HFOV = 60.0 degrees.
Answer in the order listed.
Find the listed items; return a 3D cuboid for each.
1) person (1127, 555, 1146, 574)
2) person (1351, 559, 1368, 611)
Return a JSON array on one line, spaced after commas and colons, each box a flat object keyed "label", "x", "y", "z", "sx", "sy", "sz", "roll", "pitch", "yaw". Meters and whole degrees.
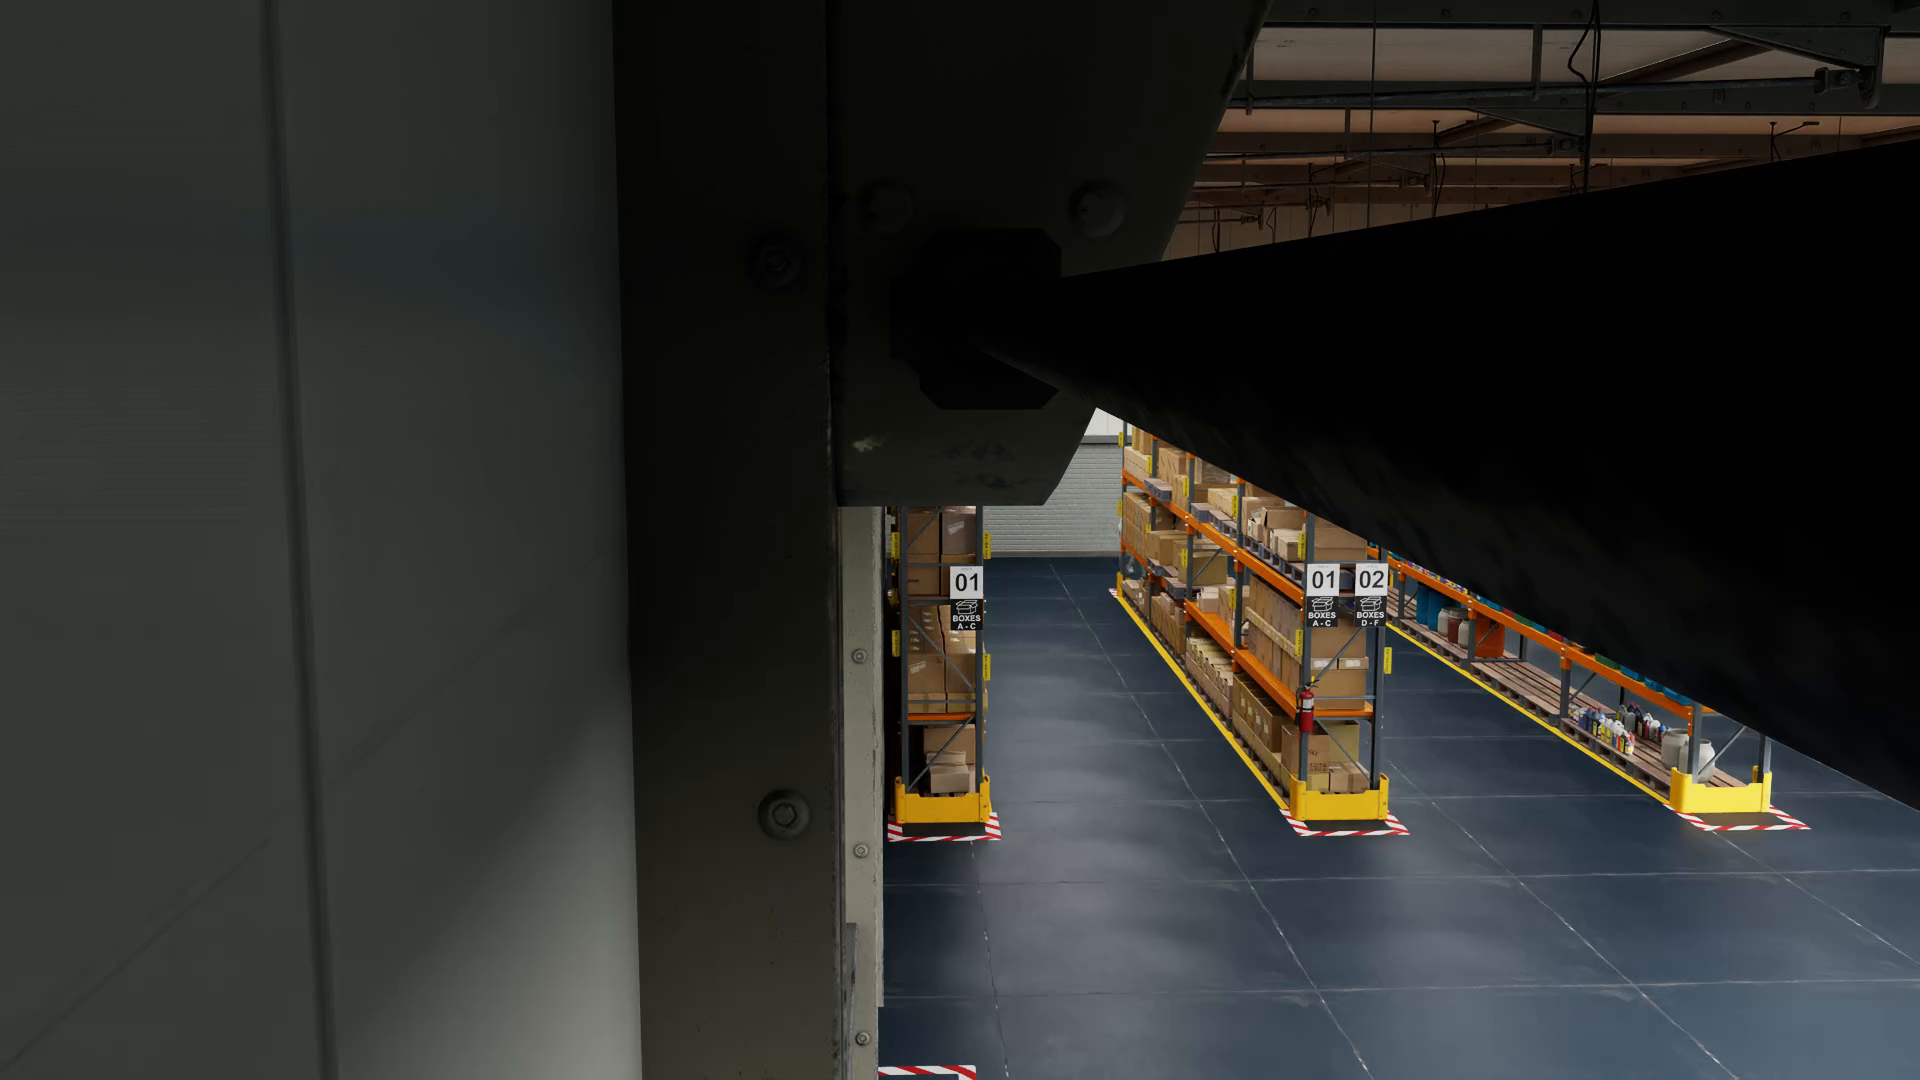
[{"label": "person", "x": 4.277, "y": 0.054, "z": 38.913, "sx": 0.742, "sy": 1.769, "sz": 0.949, "roll": -6, "pitch": 10, "yaw": -39}, {"label": "person", "x": 7.576, "y": 1.153, "z": 31.319, "sx": 0.522, "sy": 1.667, "sz": 0.811, "roll": 0, "pitch": 8, "yaw": -3}]
